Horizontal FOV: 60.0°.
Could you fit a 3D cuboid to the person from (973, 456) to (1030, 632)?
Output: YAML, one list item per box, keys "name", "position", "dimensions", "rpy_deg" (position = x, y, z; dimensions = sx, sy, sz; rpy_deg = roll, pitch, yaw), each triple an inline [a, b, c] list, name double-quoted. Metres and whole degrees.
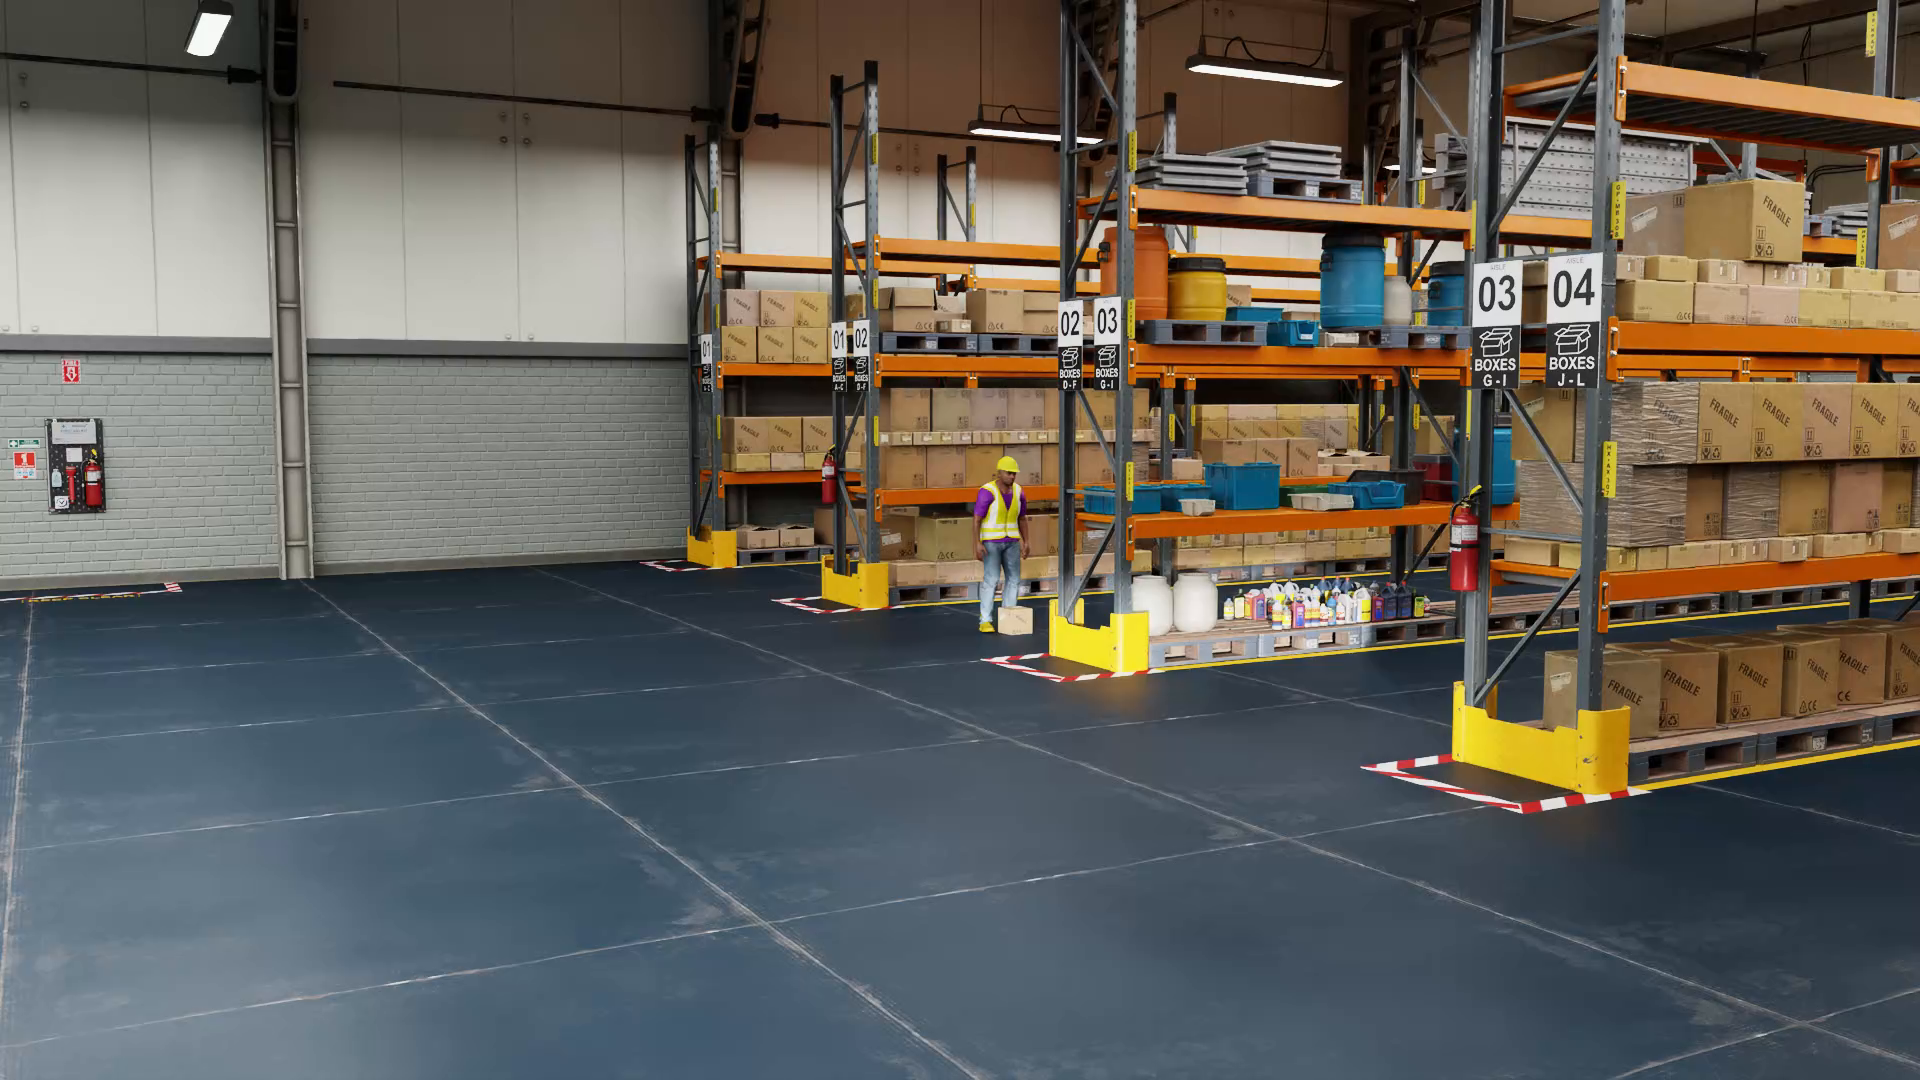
- name: "person"
  position: [0.425, 0.036, 16.738]
  dimensions: [0.627, 1.760, 0.460]
  rpy_deg: [-3, 6, -29]
